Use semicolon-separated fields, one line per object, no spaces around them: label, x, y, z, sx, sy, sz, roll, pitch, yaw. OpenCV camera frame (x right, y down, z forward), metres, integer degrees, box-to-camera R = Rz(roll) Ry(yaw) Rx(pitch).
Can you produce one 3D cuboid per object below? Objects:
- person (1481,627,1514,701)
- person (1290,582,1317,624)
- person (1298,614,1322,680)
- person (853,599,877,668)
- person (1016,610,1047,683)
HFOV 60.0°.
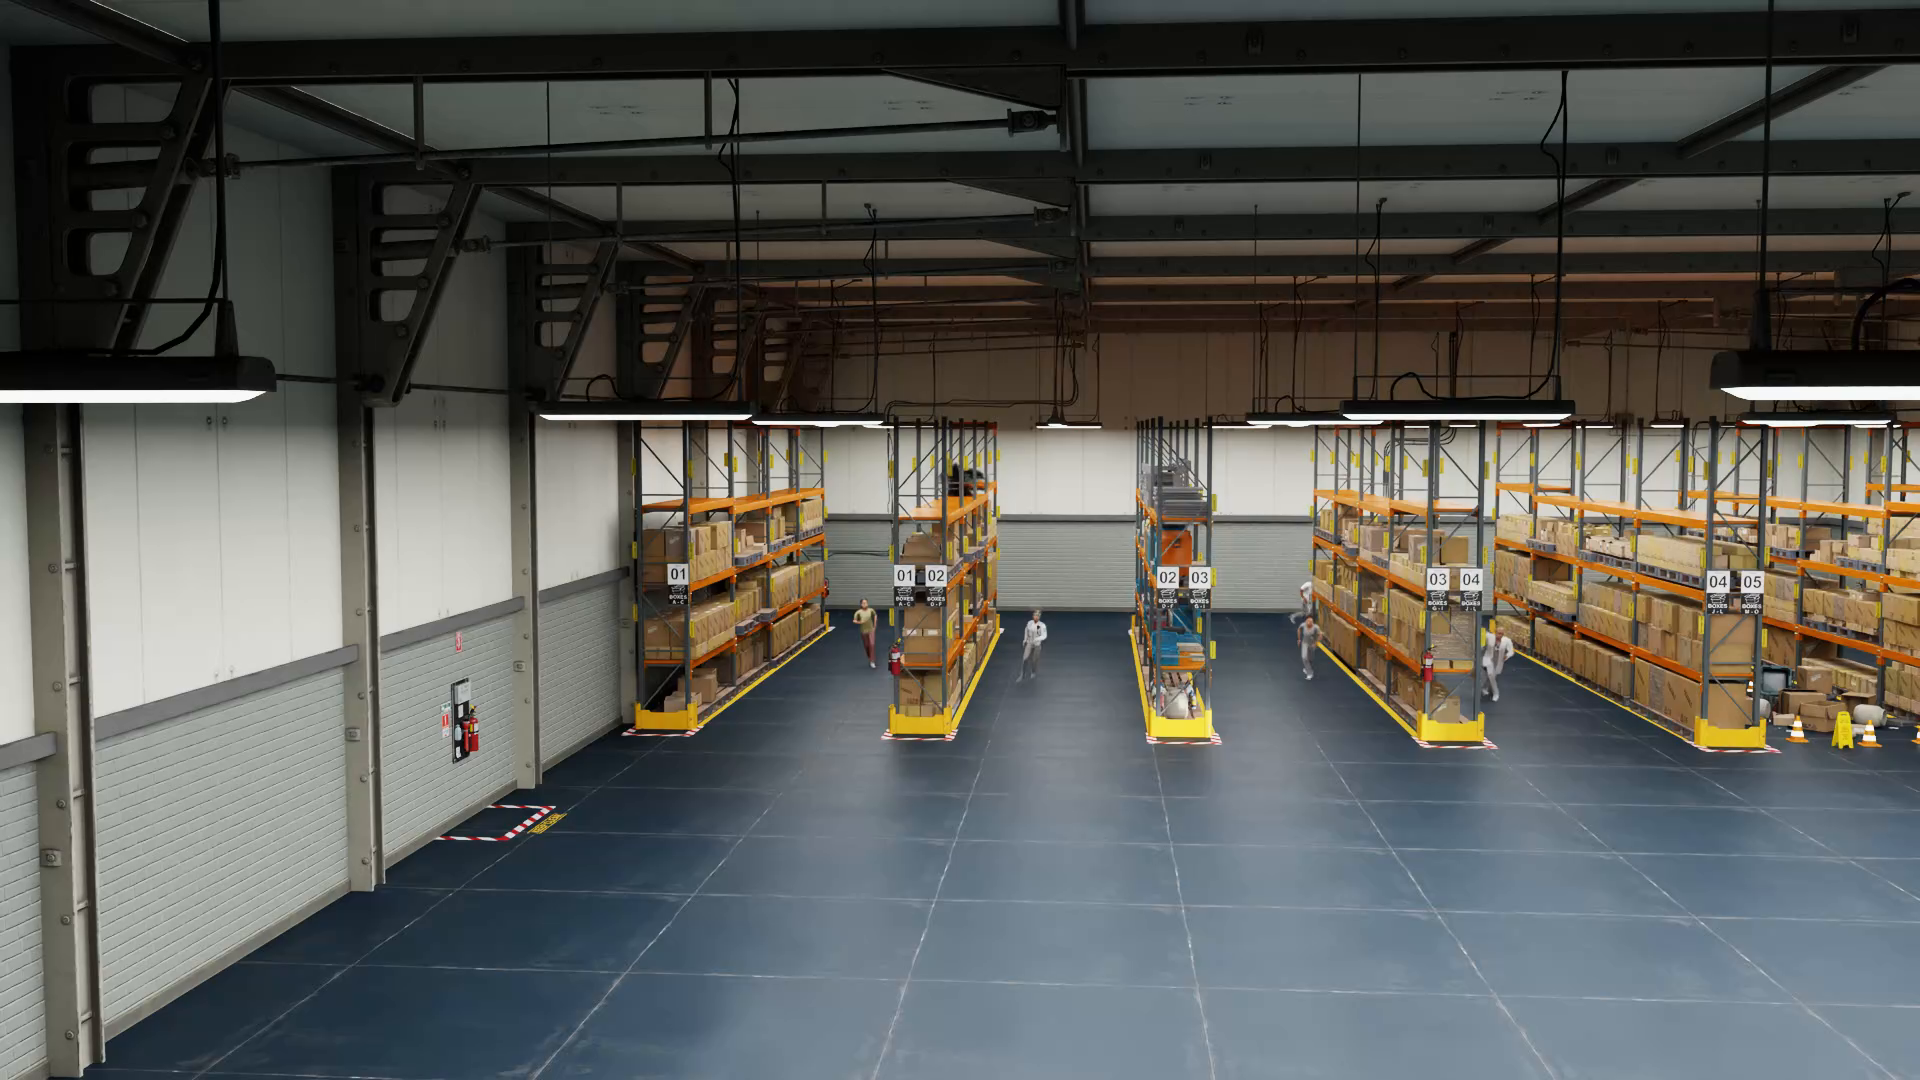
person;11.369;2.584;35.359;0.688;1.578;1.209;0;4;6
person;10.084;1.783;48.388;0.694;1.582;1.110;-3;5;-39
person;8.135;2.446;38.662;0.558;1.522;1.036;1;4;13
person;-2.304;2.234;40.462;0.575;1.631;1.003;0;4;-5
person;1.675;2.405;37.937;0.662;1.663;0.797;1;4;15
